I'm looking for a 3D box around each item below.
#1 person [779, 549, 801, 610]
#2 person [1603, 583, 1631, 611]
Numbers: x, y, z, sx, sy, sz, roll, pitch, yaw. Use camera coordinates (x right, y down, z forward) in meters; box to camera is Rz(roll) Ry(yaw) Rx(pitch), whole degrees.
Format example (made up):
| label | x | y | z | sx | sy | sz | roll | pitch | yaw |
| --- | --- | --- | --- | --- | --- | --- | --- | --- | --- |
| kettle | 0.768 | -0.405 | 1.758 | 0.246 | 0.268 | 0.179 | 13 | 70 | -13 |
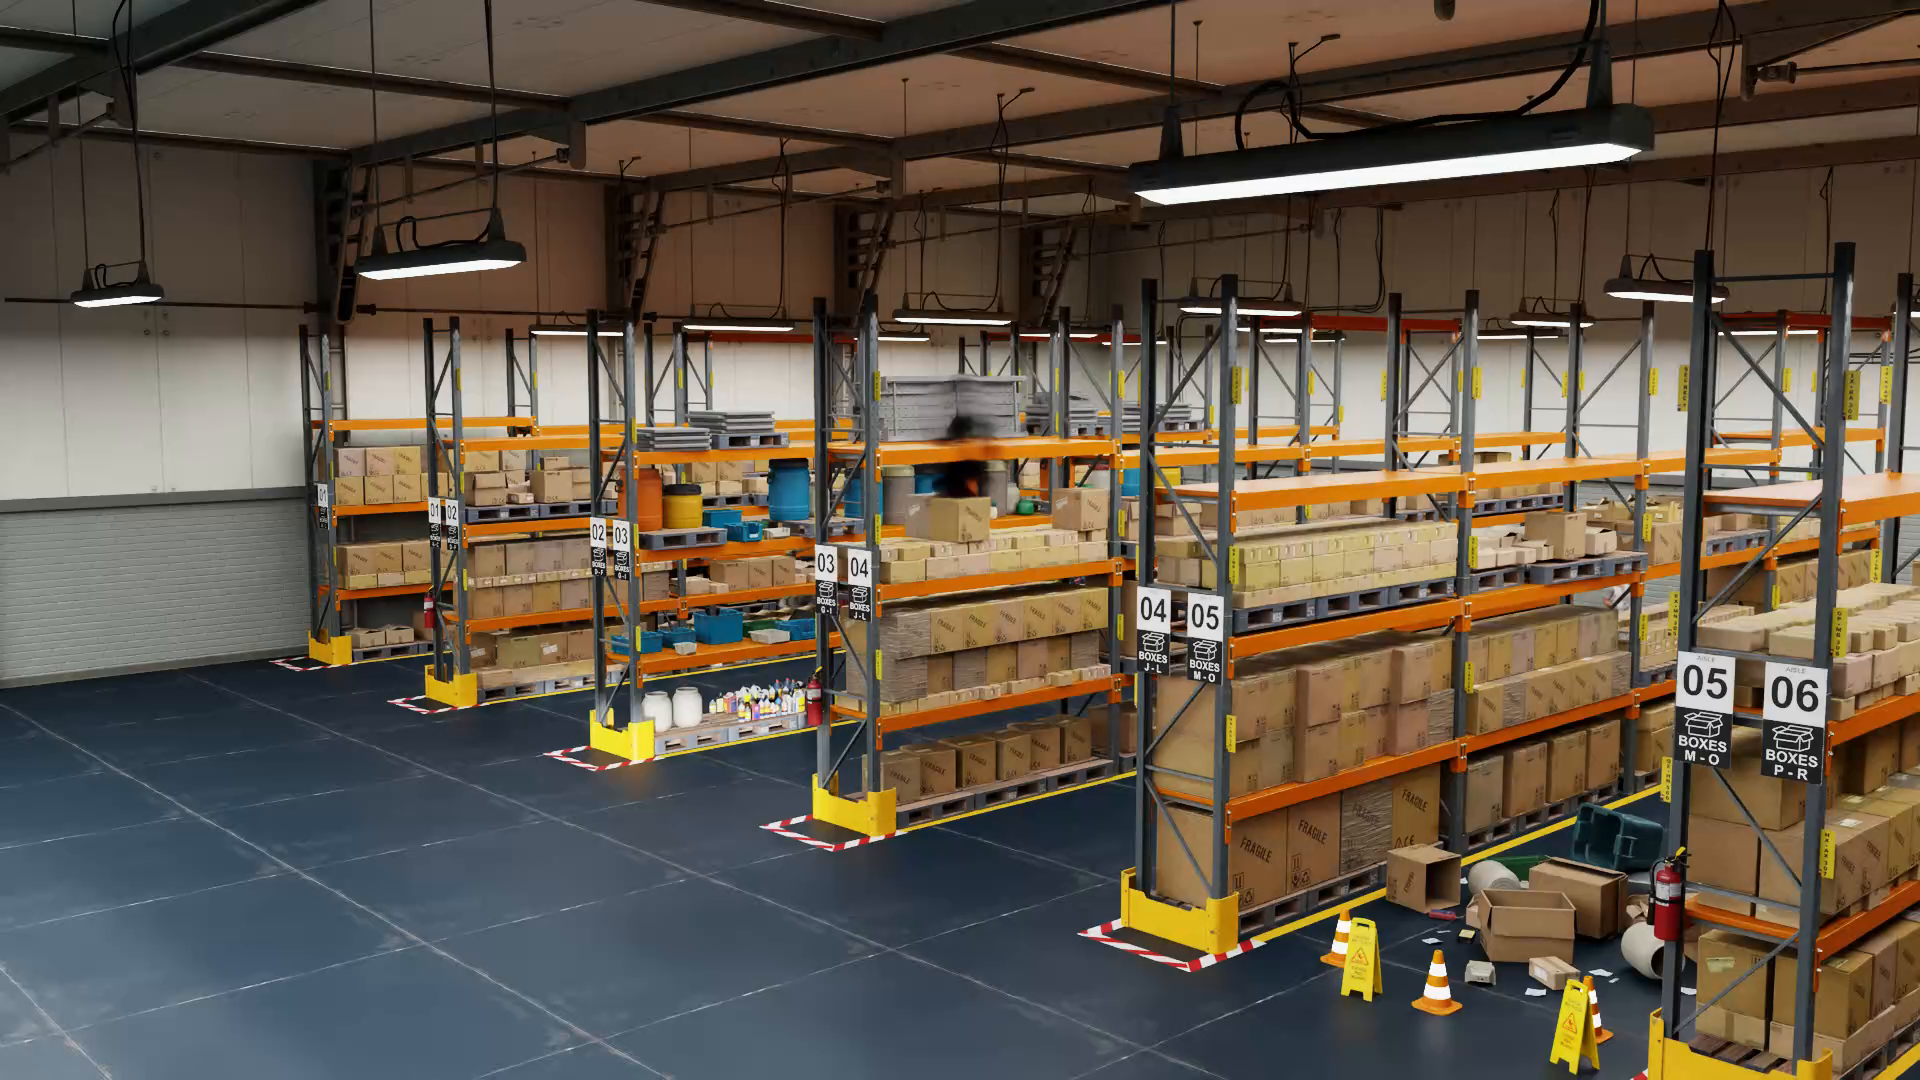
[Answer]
| label | x | y | z | sx | sy | sz | roll | pitch | yaw |
| --- | --- | --- | --- | --- | --- | --- | --- | --- | --- |
| person | -3.265 | 0.985 | 32.358 | 0.684 | 1.696 | 0.677 | 5 | 8 | 41 |
| person | 11.597 | 1.267 | 29.279 | 0.632 | 1.661 | 0.624 | 0 | 6 | -4 |
